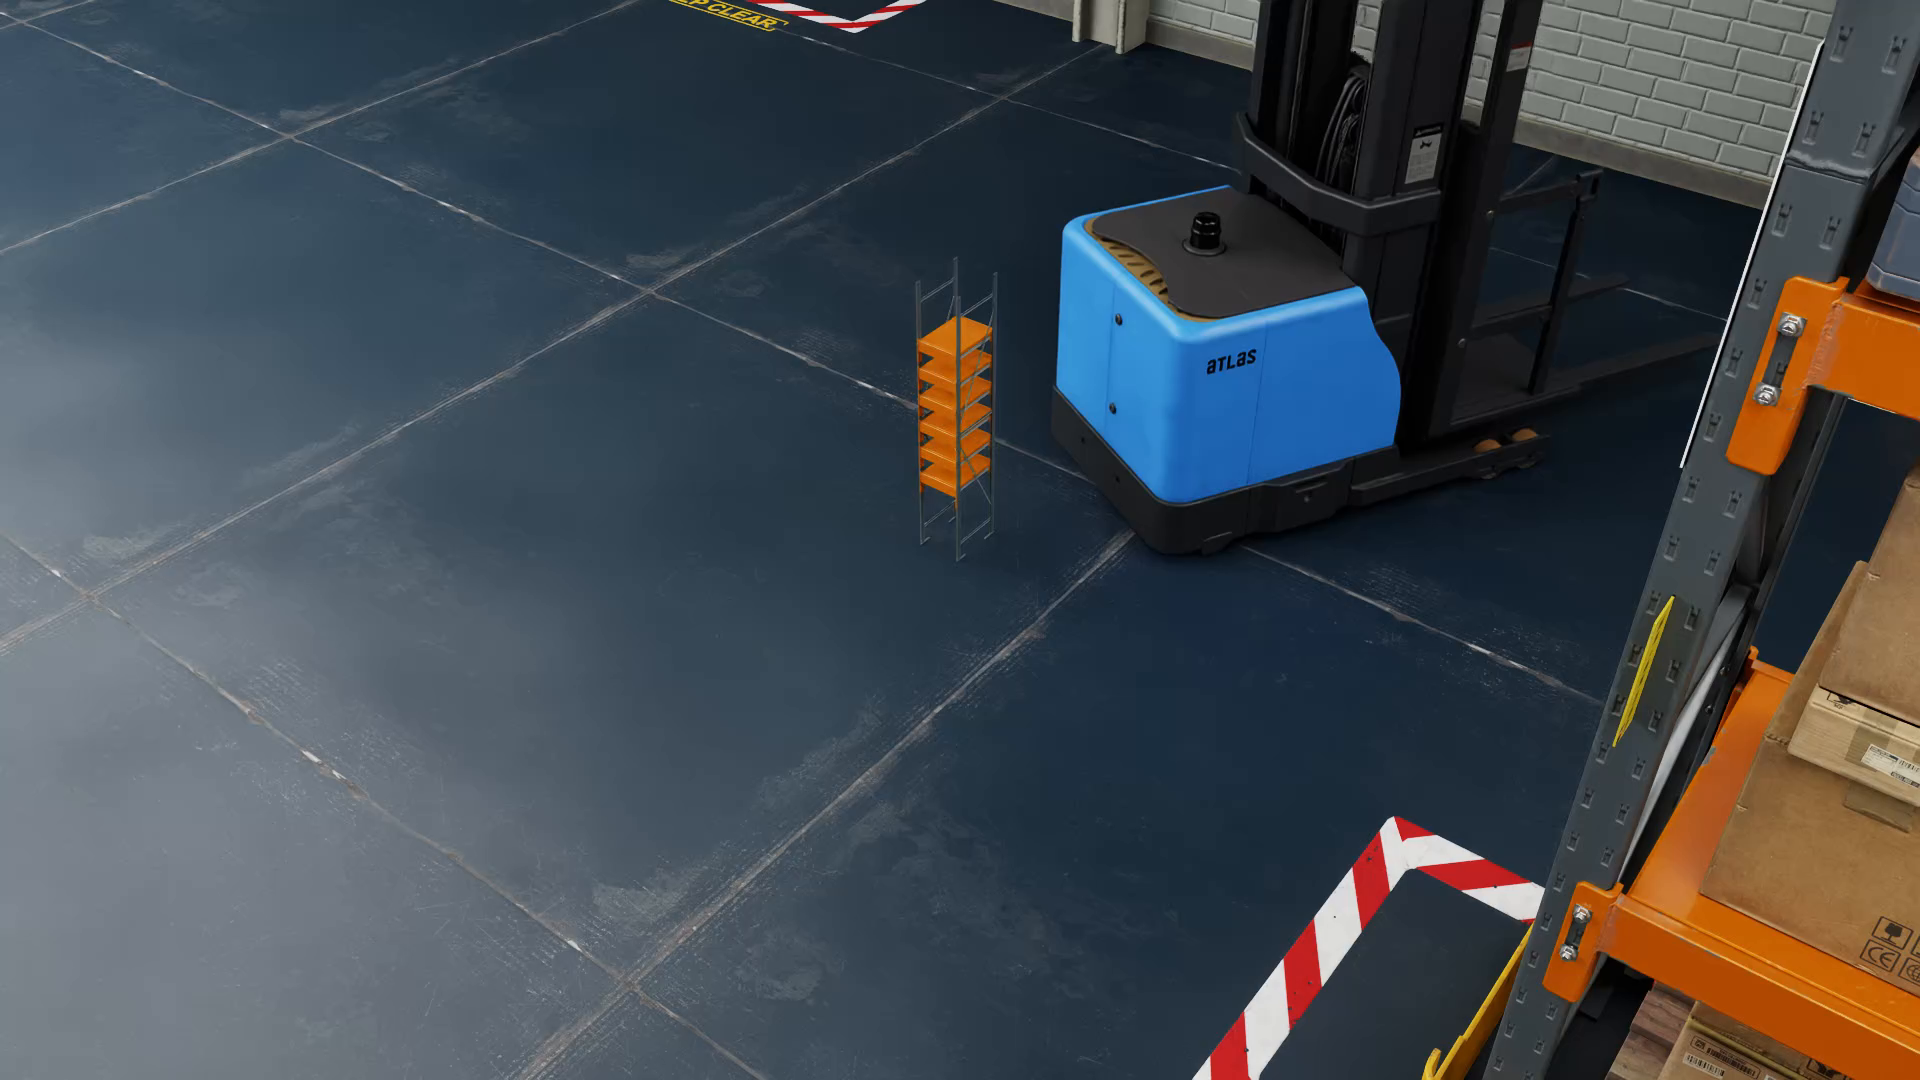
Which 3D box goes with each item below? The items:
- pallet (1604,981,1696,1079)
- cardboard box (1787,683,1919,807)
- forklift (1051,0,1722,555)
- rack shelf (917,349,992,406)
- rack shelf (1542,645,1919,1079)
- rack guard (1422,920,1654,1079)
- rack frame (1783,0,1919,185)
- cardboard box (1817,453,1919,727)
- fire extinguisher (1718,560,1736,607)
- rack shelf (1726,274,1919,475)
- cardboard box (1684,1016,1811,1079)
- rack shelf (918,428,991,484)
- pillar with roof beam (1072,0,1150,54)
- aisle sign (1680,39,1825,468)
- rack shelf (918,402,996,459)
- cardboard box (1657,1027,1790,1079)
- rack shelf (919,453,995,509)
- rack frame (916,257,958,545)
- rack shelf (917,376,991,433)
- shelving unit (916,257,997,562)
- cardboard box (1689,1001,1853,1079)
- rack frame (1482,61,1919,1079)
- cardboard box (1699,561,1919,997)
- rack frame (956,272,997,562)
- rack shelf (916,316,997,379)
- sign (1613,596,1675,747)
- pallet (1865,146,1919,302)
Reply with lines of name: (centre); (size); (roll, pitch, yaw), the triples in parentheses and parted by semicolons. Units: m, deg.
pallet: (2.297, 1.724, 4.376); (1.213, 0.211, 1.003); (25, 45, 29)
cardboard box: (1.845, 0.318, 3.303); (0.250, 0.149, 0.380); (25, 44, 28)
forklift: (1.959, -1.696, 6.538); (3.031, 2.935, 1.130); (-15, 41, -19)
rack shelf: (-0.011, -0.632, 6.266); (0.180, 0.103, 0.258); (25, 45, 29)
rack shelf: (3.253, 1.393, 3.121); (4.000, 0.370, 1.077); (25, 45, 29)
rack guard: (1.645, 1.336, 4.638); (0.348, 0.500, 1.175); (25, 45, 29)
rack frame: (1.665, -2.002, 2.007); (0.127, 3.000, 1.000); (25, 45, 29)
cardboard box: (2.070, 0.011, 3.169); (0.500, 0.500, 0.700); (25, 45, 29)
fire extinguisher: (1.853, 0.119, 4.227); (0.183, 0.674, 0.296); (25, 45, 29)
rack shelf: (3.253, 0.212, 2.197); (4.000, 0.370, 1.077); (25, 45, 29)
cardboard box: (2.270, 1.334, 4.503); (0.500, 0.250, 0.500); (25, 45, 29)
rack shelf: (-0.011, -0.348, 6.488); (0.180, 0.103, 0.258); (25, 45, 29)
pillar with roof beam: (-1.629, -4.729, 5.491); (0.400, 9.000, 9.100); (25, 45, 29)
aisle sign: (1.426, -0.538, 2.895); (0.004, 0.787, 0.394); (25, 45, 29)
rack shelf: (-0.011, -0.443, 6.414); (0.180, 0.103, 0.258); (25, 45, 29)
cardboard box: (1.955, 1.588, 4.179); (0.500, 0.250, 0.500); (25, 45, 29)
rack shelf: (-0.011, -0.254, 6.562); (0.180, 0.103, 0.258); (25, 45, 29)
rack frame: (-0.084, -0.512, 6.431); (0.006, 1.200, 0.240); (25, 45, 29)
rack shelf: (-0.011, -0.537, 6.340); (0.180, 0.103, 0.258); (25, 45, 29)
shelving unit: (-0.011, -0.478, 6.387); (0.189, 1.200, 0.258); (25, 45, 29)
cardboard box: (2.271, 1.038, 4.273); (0.500, 0.500, 0.500); (25, 45, 29)
rack frame: (1.665, 0.361, 3.856); (0.127, 3.000, 1.000); (25, 45, 29)
cardboard box: (2.028, 0.502, 3.594); (0.500, 0.500, 0.700); (25, 45, 29)
rack frame: (0.061, -0.444, 6.343); (0.006, 1.200, 0.240); (25, 45, 29)
rack shelf: (-0.012, -0.726, 6.192); (0.180, 0.103, 0.258); (25, 45, 29)
sign: (1.323, 0.258, 3.221); (0.005, 0.325, 0.100); (25, 45, 29)
pallet: (2.210, -0.508, 2.604); (1.213, 0.211, 1.003); (25, 45, 29)
